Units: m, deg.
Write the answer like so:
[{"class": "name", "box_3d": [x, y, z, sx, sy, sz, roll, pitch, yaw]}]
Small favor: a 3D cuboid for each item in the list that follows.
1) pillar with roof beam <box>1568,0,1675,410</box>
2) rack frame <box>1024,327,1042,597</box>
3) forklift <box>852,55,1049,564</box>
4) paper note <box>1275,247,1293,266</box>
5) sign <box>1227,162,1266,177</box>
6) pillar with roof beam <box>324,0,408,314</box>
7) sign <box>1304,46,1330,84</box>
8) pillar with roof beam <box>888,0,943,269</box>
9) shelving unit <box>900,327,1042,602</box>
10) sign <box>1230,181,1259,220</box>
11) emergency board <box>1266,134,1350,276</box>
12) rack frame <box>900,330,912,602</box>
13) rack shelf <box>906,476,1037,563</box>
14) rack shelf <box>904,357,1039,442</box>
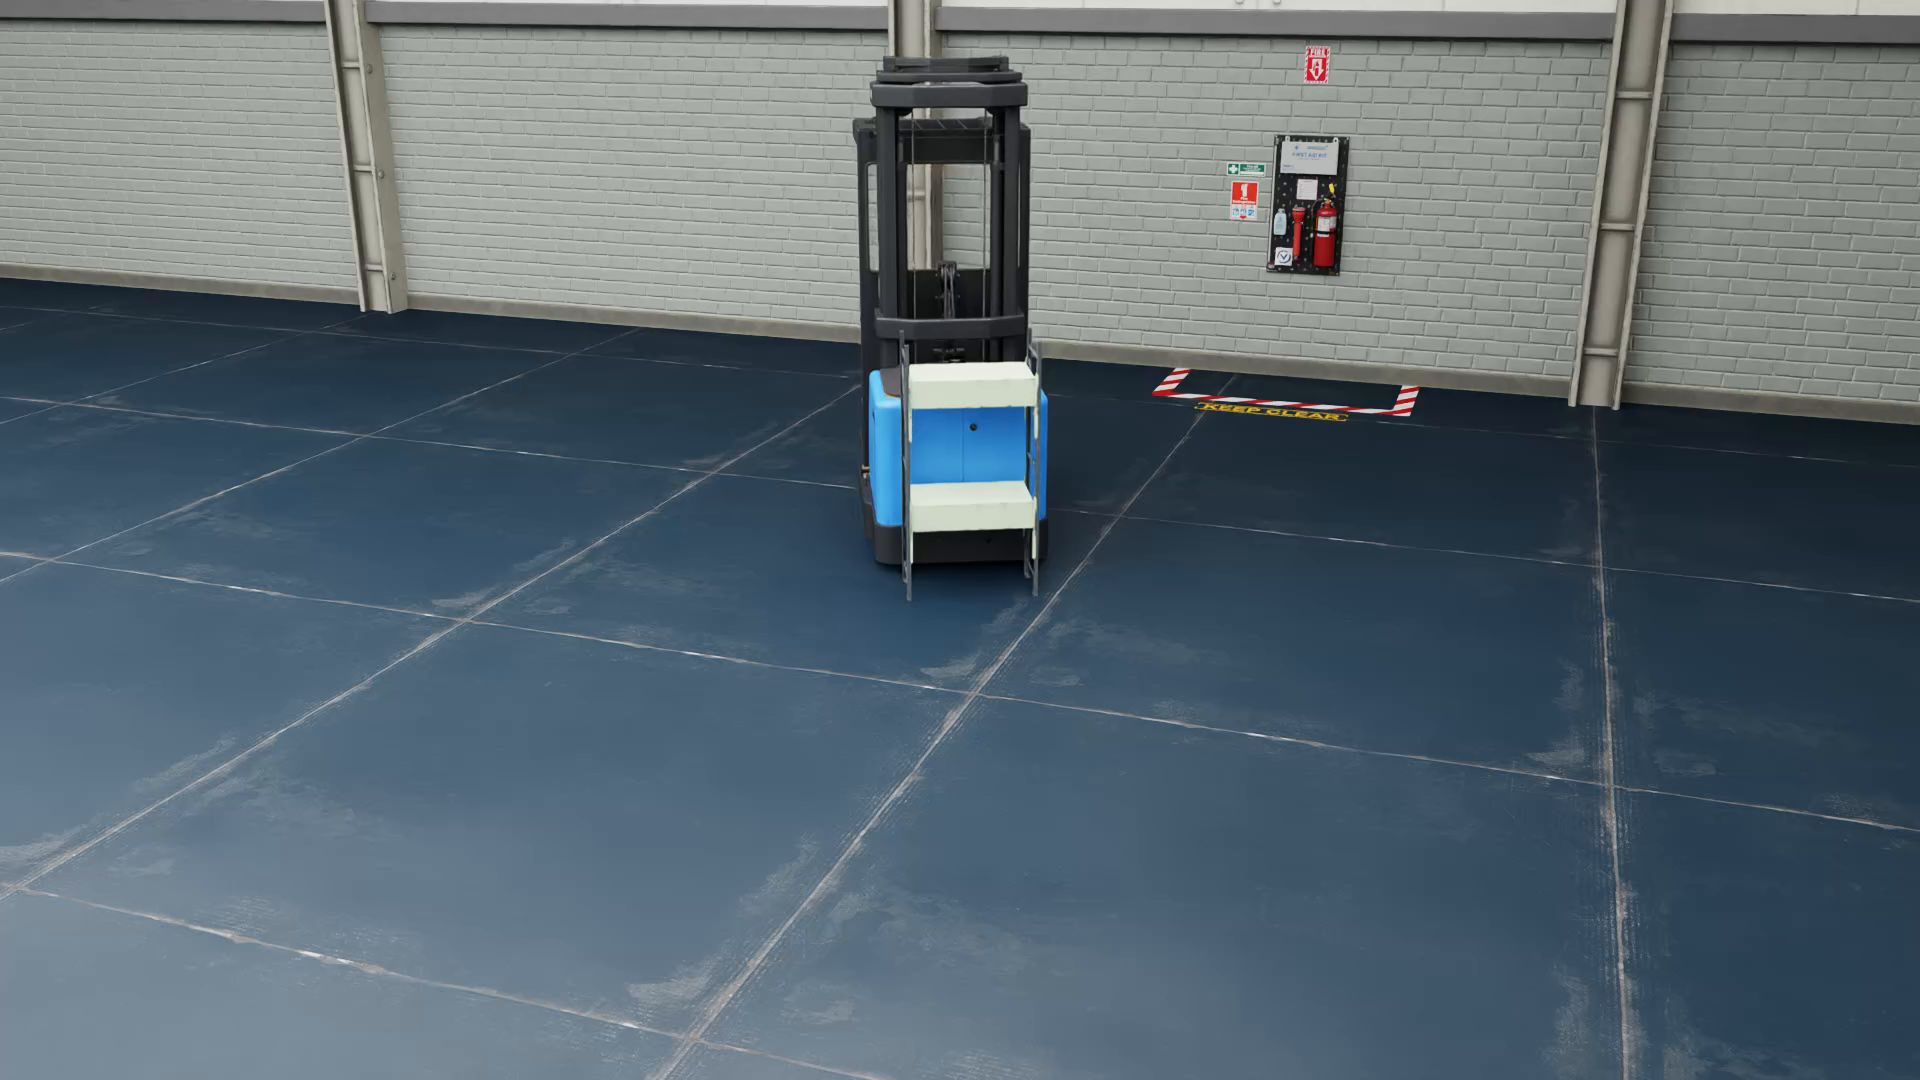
[{"class": "pillar with roof beam", "box_3d": [3.857, -4.046, 8.513, 0.400, 9.000, 9.100, 7, 20, 18]}, {"class": "rack frame", "box_3d": [0.418, -0.442, 9.566, 0.023, 1.500, 0.400, -2, 19, -6]}, {"class": "forklift", "box_3d": [-0.126, -1.679, 10.941, 1.130, 2.935, 3.031, -2, 19, -5]}, {"class": "paper note", "box_3d": [2.804, -2.455, 14.401, 0.142, 0.148, 0.016, 7, 20, 18]}, {"class": "sign", "box_3d": [2.461, -3.186, 14.301, 0.331, 0.109, 0.001, 7, 20, 18]}, {"class": "pillar with roof beam", "box_3d": [-7.478, -5.343, 12.231, 0.400, 9.000, 9.100, 7, 20, 18]}, {"class": "sign", "box_3d": [2.973, -3.957, 13.850, 0.199, 0.298, 0.001, 7, 20, 18]}, {"class": "pillar with roof beam", "box_3d": [-1.810, -4.694, 10.372, 0.400, 9.000, 9.100, 7, 20, 18]}, {"class": "shelving unit", "box_3d": [0.054, -0.429, 9.529, 0.755, 1.500, 0.431, -2, 19, -6]}, {"class": "sign", "box_3d": [2.460, -2.939, 14.398, 0.234, 0.329, 0.001, 7, 20, 18]}, {"class": "emergency board", "box_3d": [2.948, -2.831, 14.140, 0.643, 1.169, 0.194, 7, 20, 18]}, {"class": "rack frame", "box_3d": [-0.310, -0.416, 9.491, 0.023, 1.500, 0.400, -2, 19, -6]}, {"class": "rack shelf", "box_3d": [0.054, -0.121, 9.636, 0.720, 0.370, 0.431, -2, 19, -6]}, {"class": "rack shelf", "box_3d": [0.054, -0.798, 9.400, 0.720, 0.370, 0.431, -2, 19, -6]}]
